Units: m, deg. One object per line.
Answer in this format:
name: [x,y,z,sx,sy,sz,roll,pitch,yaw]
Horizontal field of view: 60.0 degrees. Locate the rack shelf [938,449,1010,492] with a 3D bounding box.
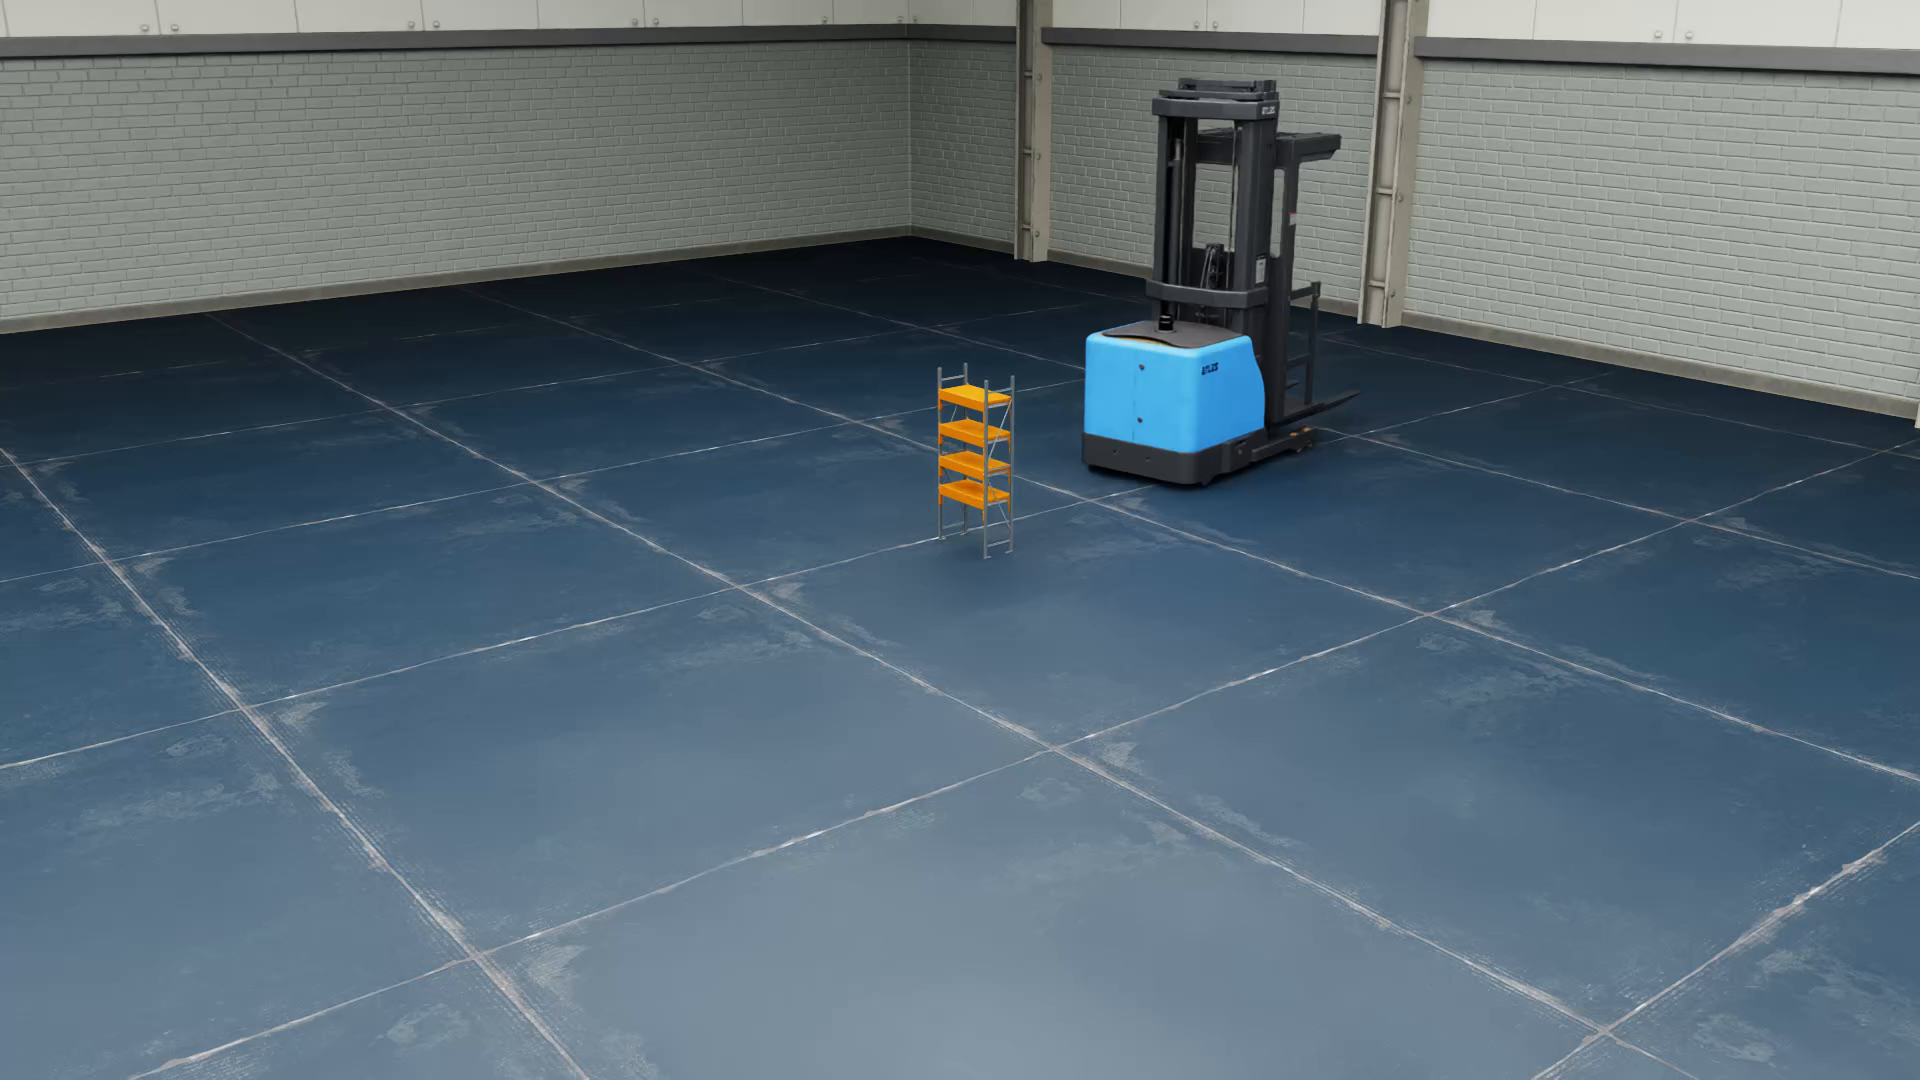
rack shelf: [0.103,-0.465,11.072,0.258,0.148,0.480,-14,23,-36]

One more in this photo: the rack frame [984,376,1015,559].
rack frame: [0.254,-0.469,10.869,0.240,1.200,0.015,-14,23,-36]

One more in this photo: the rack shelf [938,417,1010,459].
rack shelf: [0.103,-0.677,11.002,0.258,0.148,0.480,-14,23,-36]

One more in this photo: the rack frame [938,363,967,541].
rack frame: [-0.049,-0.589,11.232,0.240,1.200,0.015,-14,23,-36]

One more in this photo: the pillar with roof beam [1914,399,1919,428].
pillar with roof beam: [5.070,-4.383,10.284,9.100,9.000,0.400,-14,23,-36]

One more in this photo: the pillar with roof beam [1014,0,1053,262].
pillar with roof beam: [-2.381,-7.340,19.214,9.100,9.000,0.400,-14,23,-36]

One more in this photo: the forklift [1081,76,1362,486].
forklift: [2.288,-2.191,13.318,1.130,2.935,3.031,15,24,38]

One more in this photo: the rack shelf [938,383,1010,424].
rack shelf: [0.103,-0.902,10.927,0.258,0.148,0.480,-14,23,-36]

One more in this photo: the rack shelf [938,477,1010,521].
rack shelf: [0.103,-0.276,11.134,0.258,0.148,0.480,-14,23,-36]

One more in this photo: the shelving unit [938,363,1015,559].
shelving unit: [0.103,-0.529,11.051,0.258,1.200,0.503,-14,23,-36]

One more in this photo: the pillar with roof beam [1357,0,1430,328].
pillar with roof beam: [1.344,-5.862,14.749,9.100,9.000,0.400,-14,23,-36]
